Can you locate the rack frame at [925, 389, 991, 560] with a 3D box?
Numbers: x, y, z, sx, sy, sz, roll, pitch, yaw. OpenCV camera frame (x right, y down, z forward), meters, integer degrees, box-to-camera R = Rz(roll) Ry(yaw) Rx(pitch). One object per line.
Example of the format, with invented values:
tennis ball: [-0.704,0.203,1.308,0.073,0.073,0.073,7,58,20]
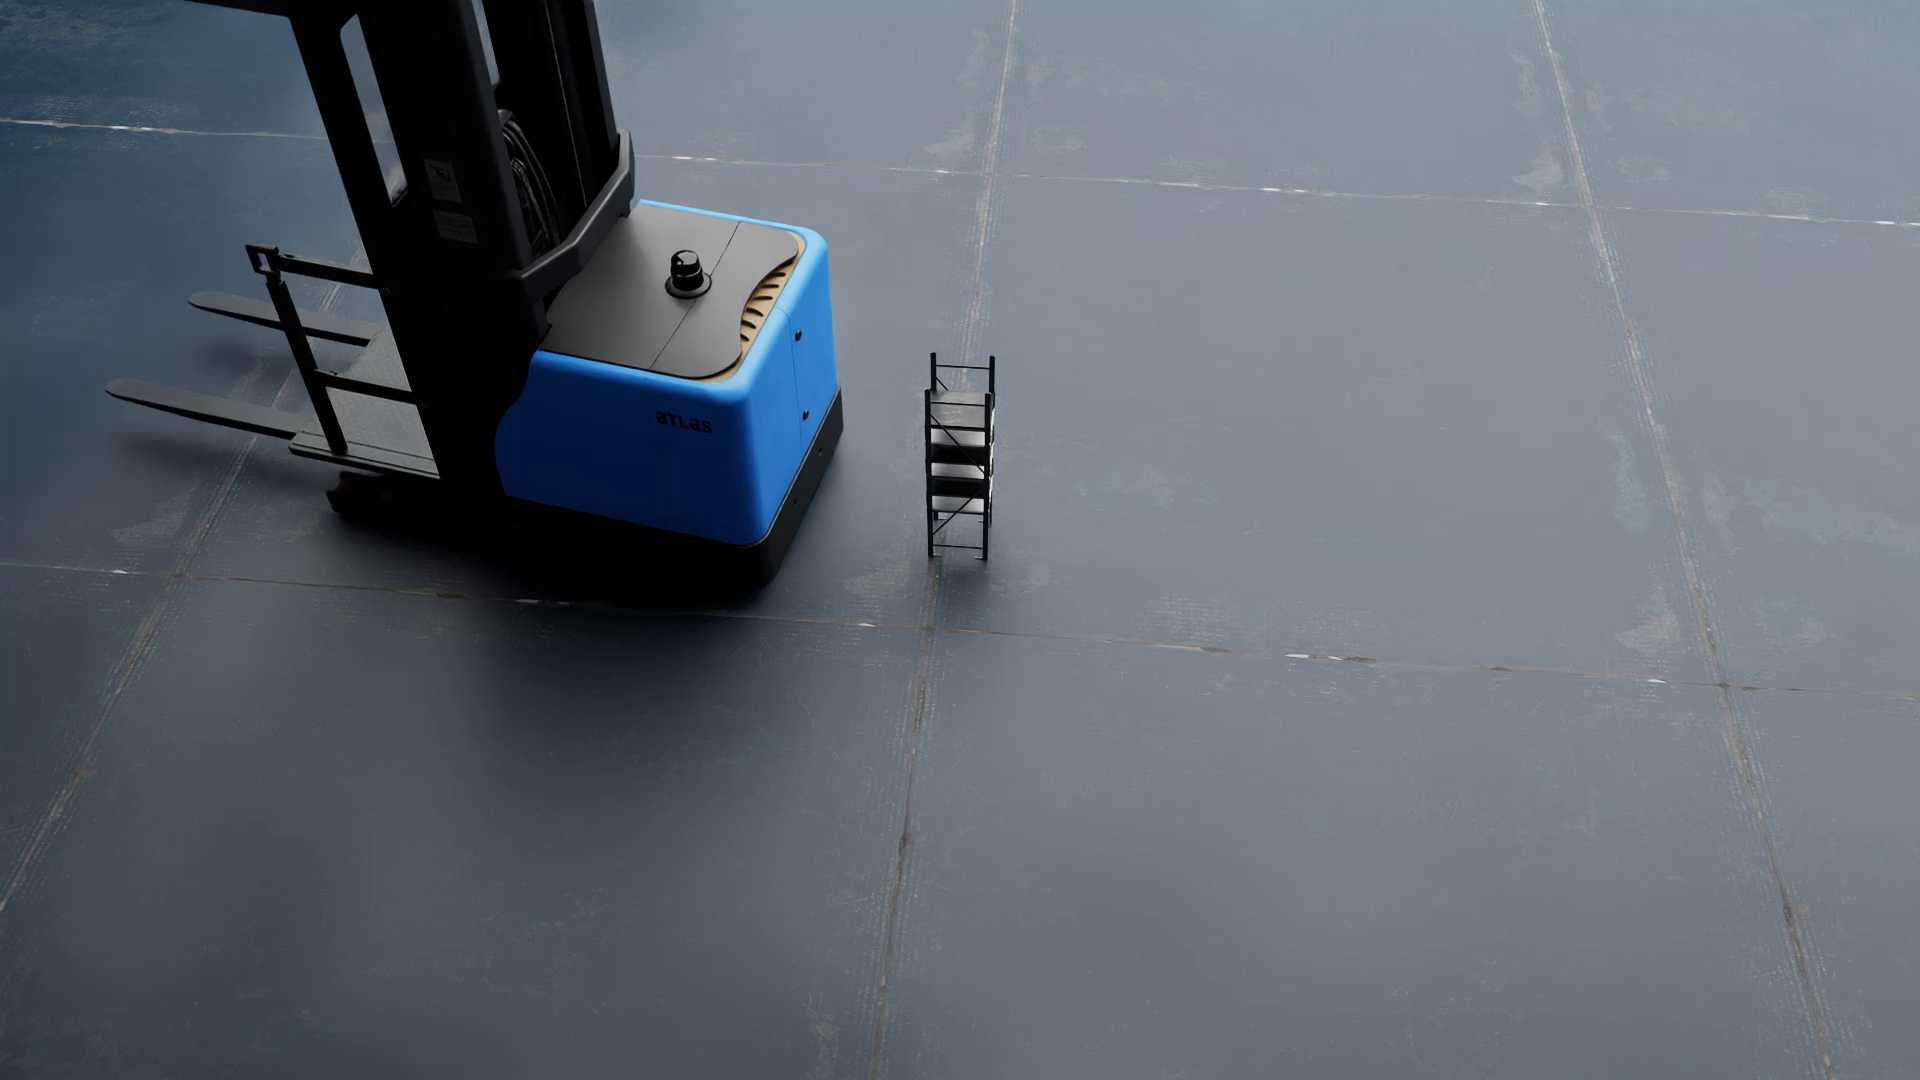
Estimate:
rack frame: [-0.009,-0.235,6.355,0.240,0.900,0.006,4,48,4]

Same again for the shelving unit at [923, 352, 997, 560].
shelving unit: [0.001,-0.310,6.423,0.258,0.900,0.210,4,48,4]

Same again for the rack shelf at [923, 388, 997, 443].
rack shelf: [0.001,-0.469,6.249,0.258,0.077,0.200,4,48,4]

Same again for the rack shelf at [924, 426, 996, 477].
rack shelf: [0.001,-0.348,6.382,0.258,0.077,0.200,4,48,4]

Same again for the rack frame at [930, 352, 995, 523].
rack frame: [0.010,-0.384,6.492,0.240,0.900,0.006,4,48,4]

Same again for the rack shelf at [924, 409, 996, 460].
rack shelf: [0.001,-0.409,6.315,0.258,0.077,0.200,4,48,4]

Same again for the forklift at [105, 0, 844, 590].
forklift: [-2.071,-1.407,6.050,3.031,2.935,1.130,12,49,11]

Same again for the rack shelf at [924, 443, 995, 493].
rack shelf: [0.001,-0.287,6.448,0.258,0.077,0.200,4,48,4]

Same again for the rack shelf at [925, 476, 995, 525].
rack shelf: [0.001,-0.166,6.581,0.258,0.077,0.200,4,48,4]

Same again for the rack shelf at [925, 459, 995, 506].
rack shelf: [0.001,-0.226,6.514,0.258,0.077,0.200,4,48,4]
